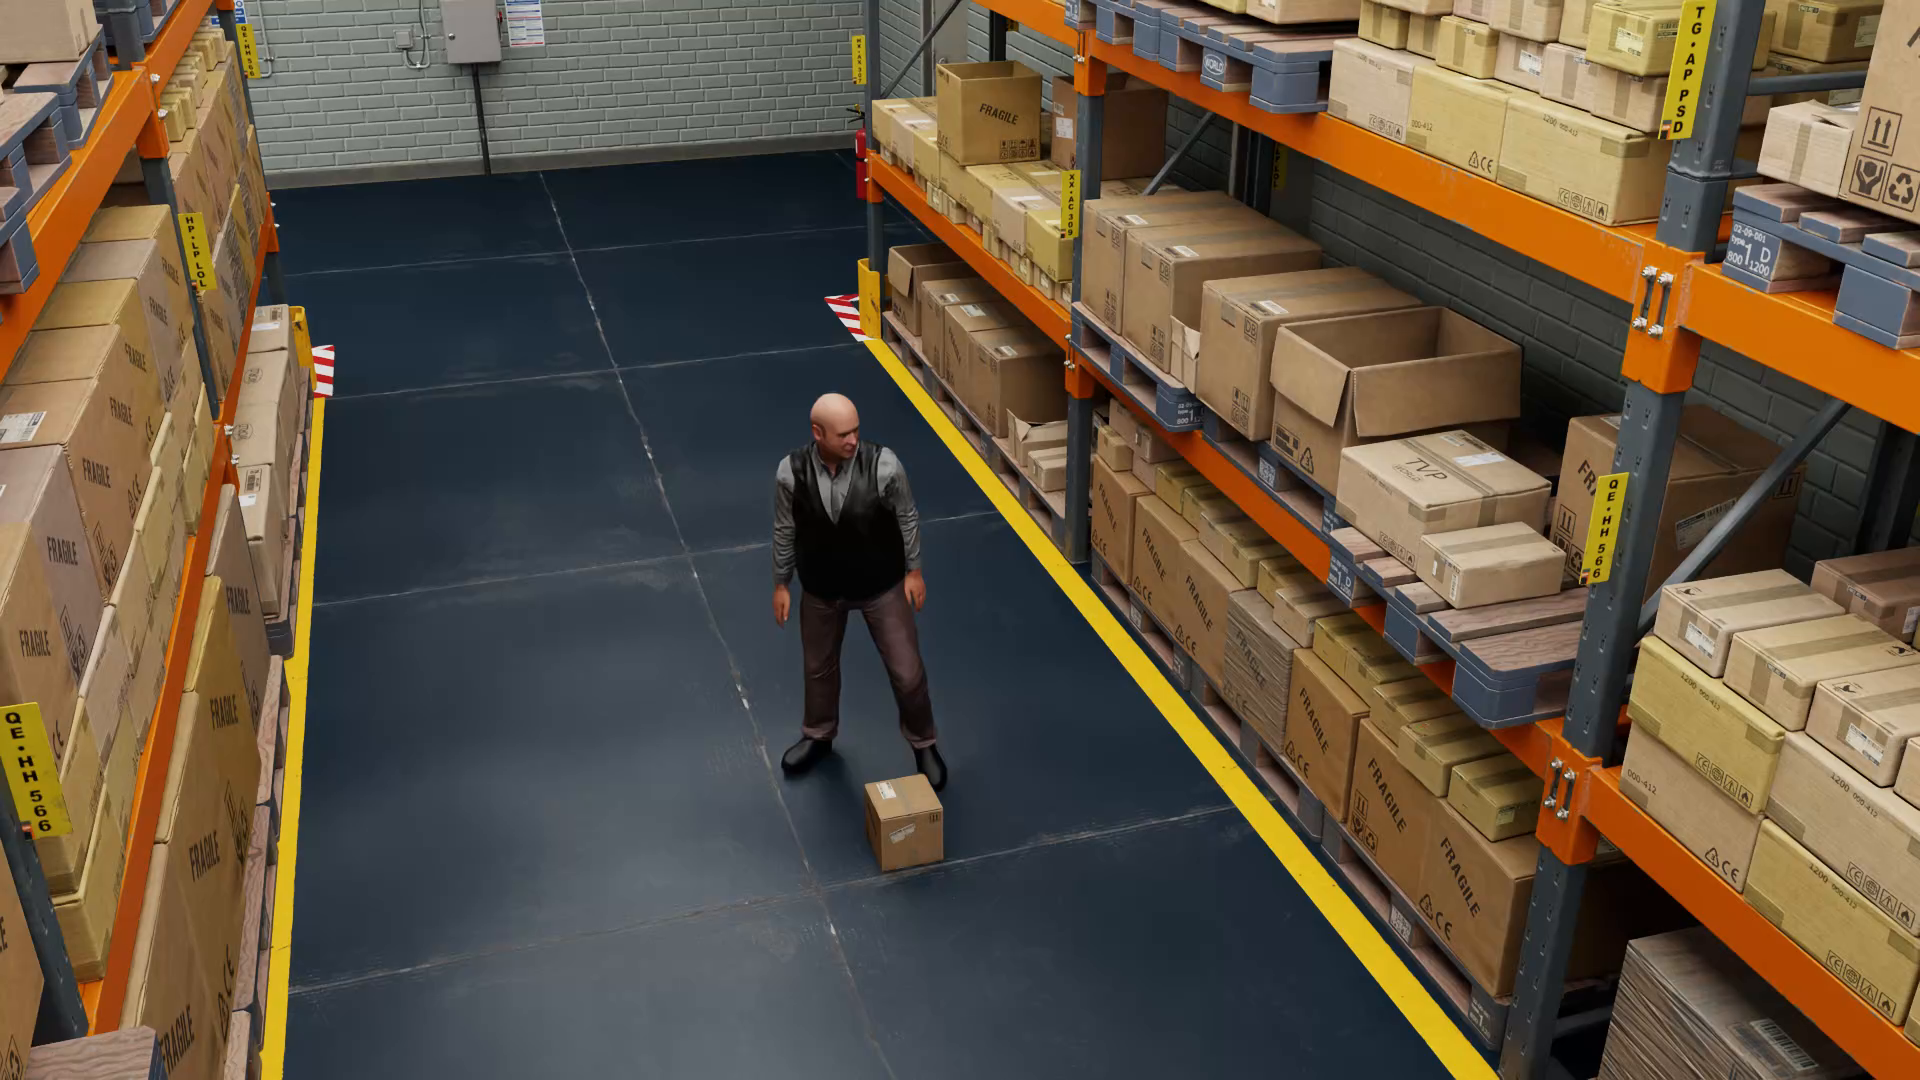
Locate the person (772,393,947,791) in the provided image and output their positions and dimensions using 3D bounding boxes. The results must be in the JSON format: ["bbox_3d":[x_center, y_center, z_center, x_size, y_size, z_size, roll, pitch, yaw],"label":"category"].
[{"bbox_3d":[-0.402,0.203,6.703,0.719,1.723,0.375,4,27,9],"label":"person"}]
